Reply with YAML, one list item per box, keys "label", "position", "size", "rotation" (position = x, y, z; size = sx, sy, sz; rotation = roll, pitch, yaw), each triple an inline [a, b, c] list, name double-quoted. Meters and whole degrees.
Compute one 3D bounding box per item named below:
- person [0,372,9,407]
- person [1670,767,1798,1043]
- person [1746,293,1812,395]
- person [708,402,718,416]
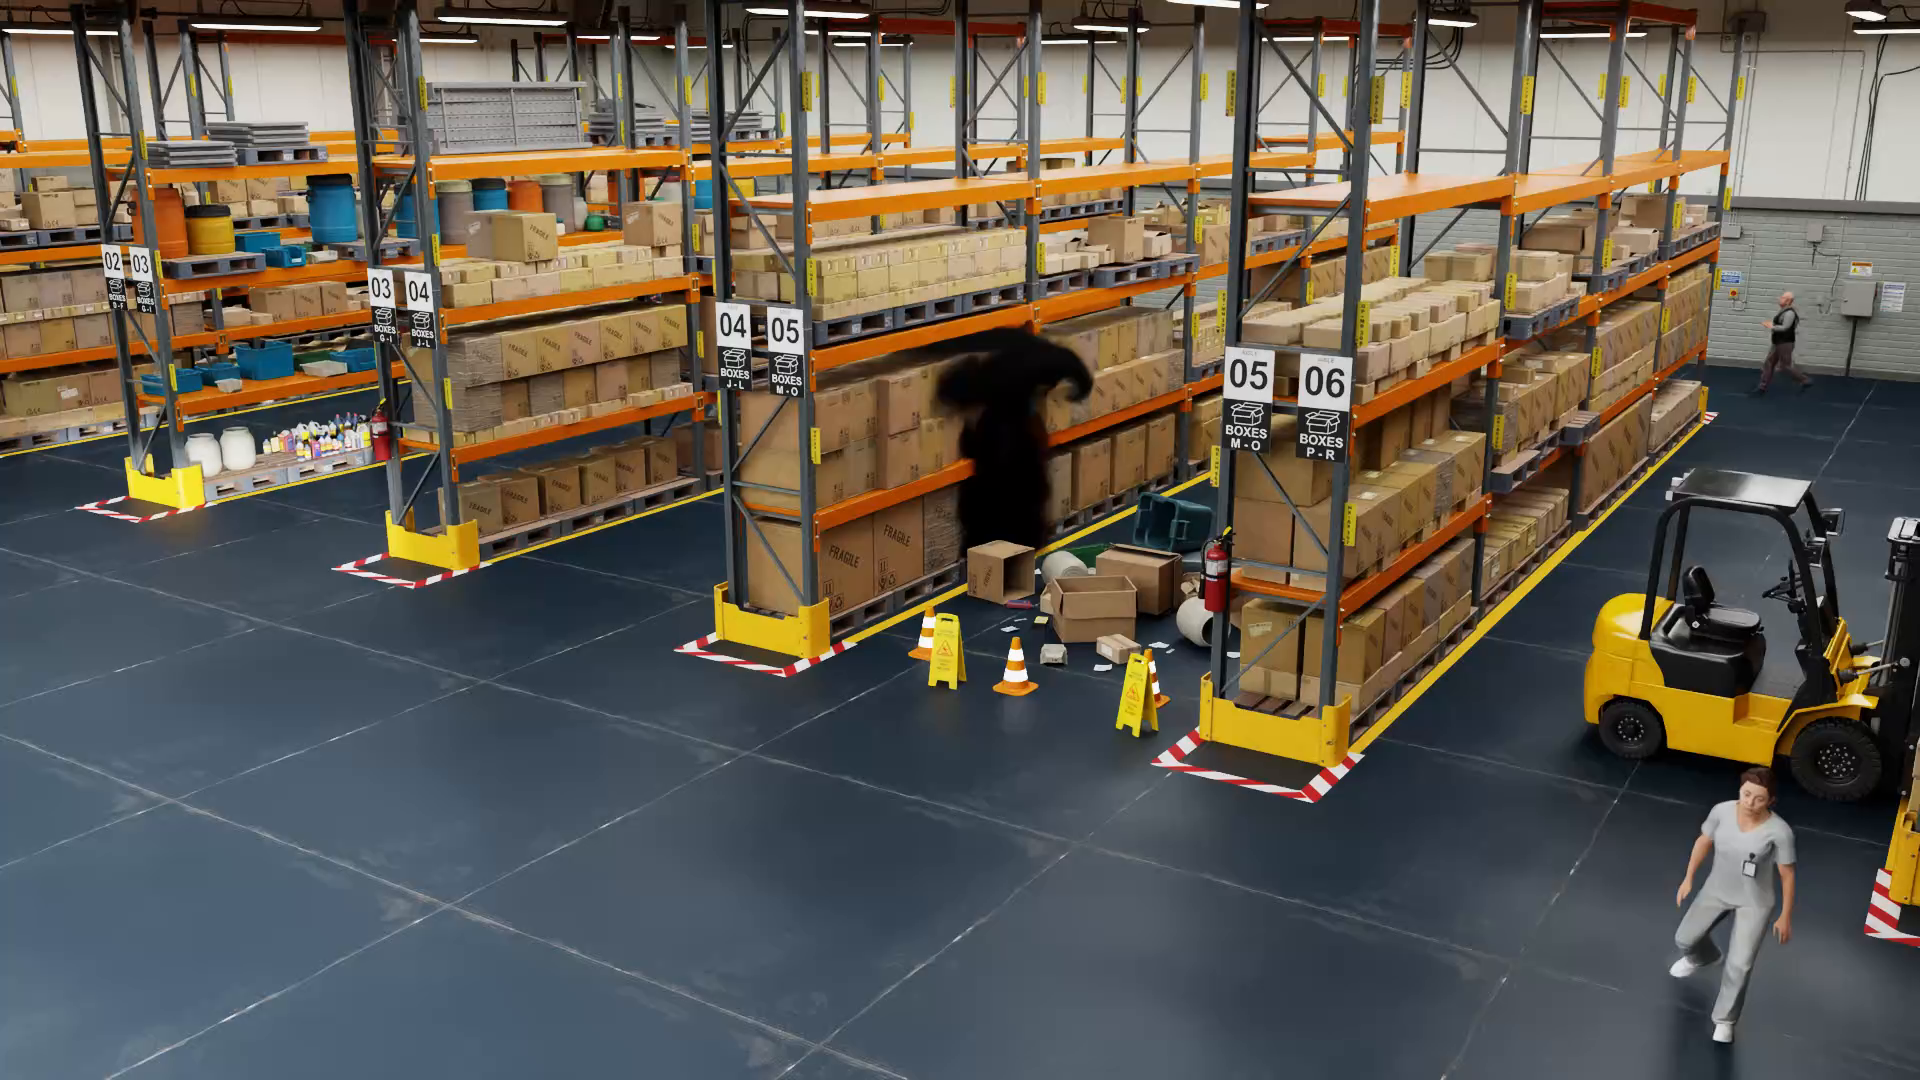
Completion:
- label: "person"
  position: [-14.899, -2.596, 25.637]
  size: [0.606, 1.591, 0.586]
  rotation: [4, 16, 15]
- label: "person"
  position: [4.331, 1.937, 9.264]
  size: [0.703, 1.605, 0.673]
  rotation: [14, 21, 42]
- label: "person"
  position: [13.654, -3.235, 27.532]
  size: [0.967, 1.711, 0.665]
  rotation: [5, 16, 18]
- label: "person"
  position: [-3.838, -2.809, 26.184]
  size: [0.701, 1.691, 0.711]
  rotation: [5, 16, 17]
